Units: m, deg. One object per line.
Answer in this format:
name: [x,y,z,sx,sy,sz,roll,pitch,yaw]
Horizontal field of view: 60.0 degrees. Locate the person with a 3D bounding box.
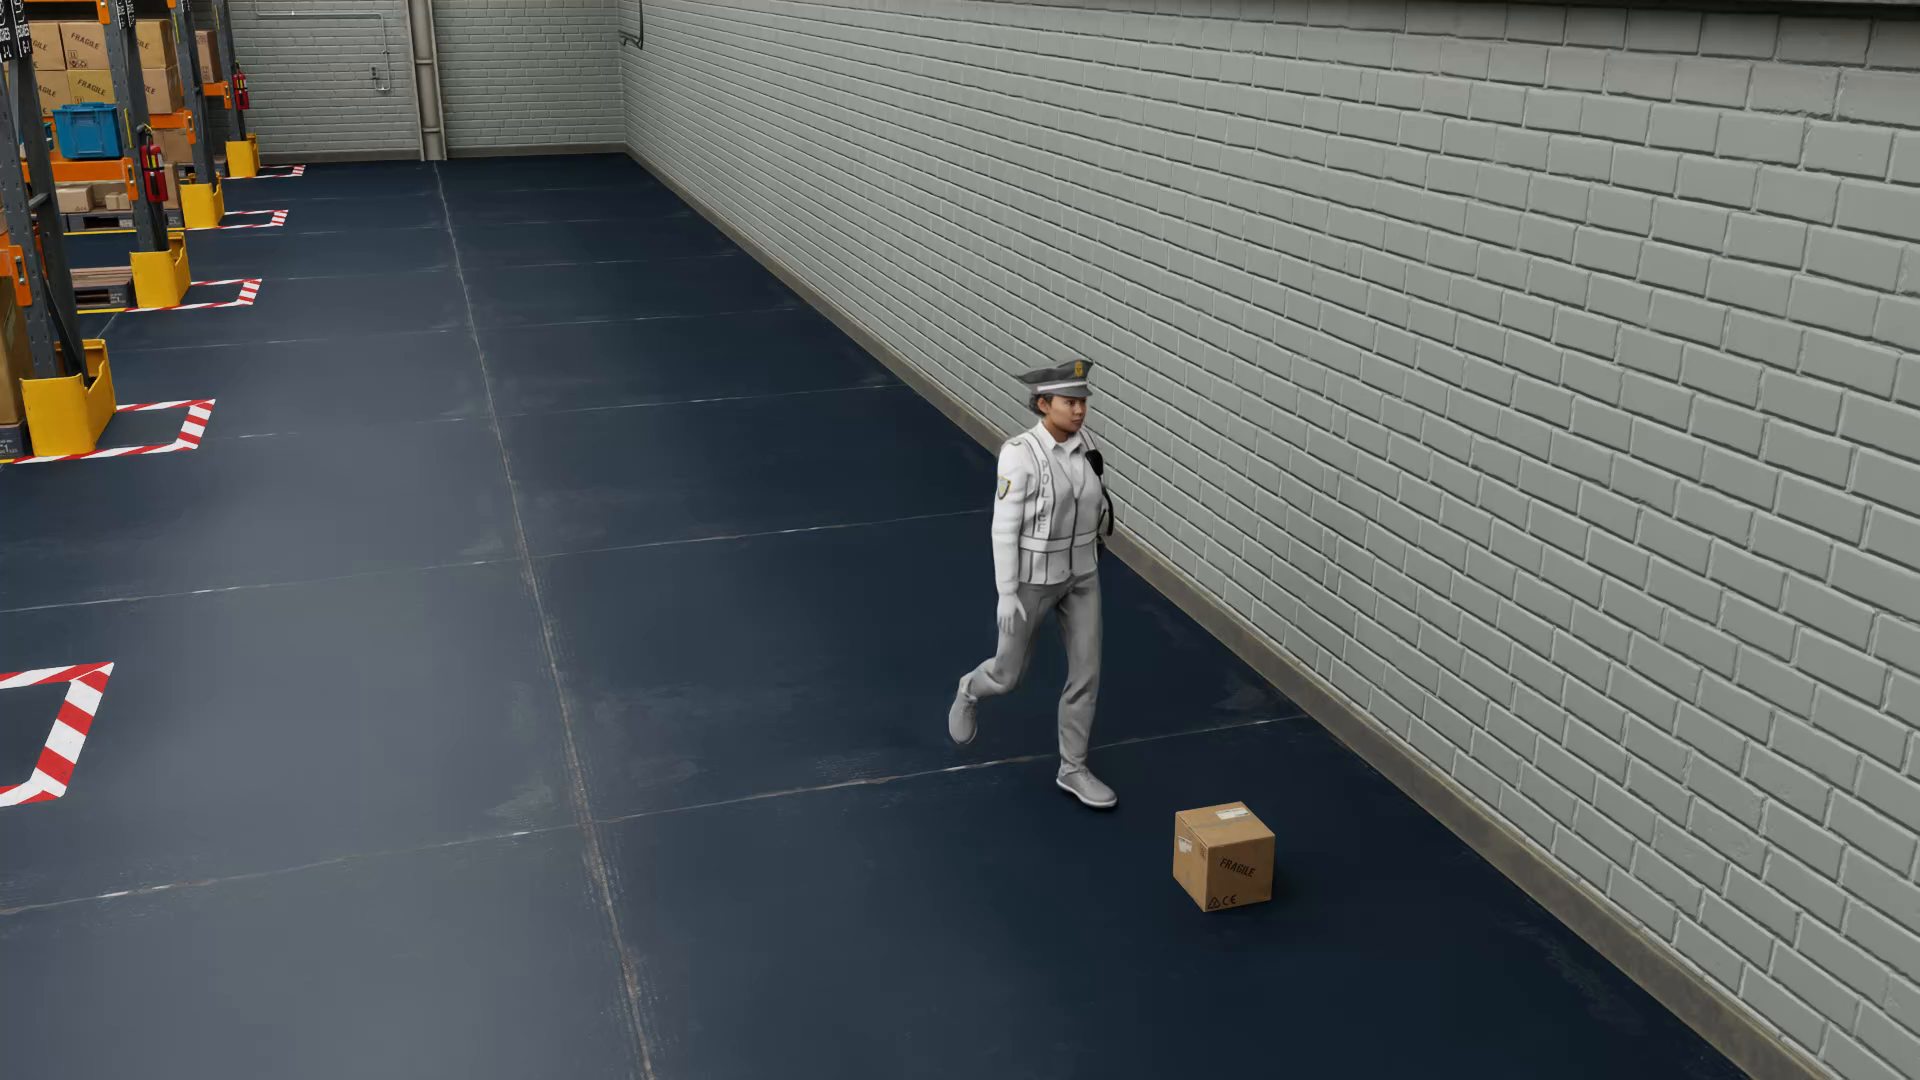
person: [0.310,0.112,6.203,0.524,1.656,0.823,-11,22,-28]
